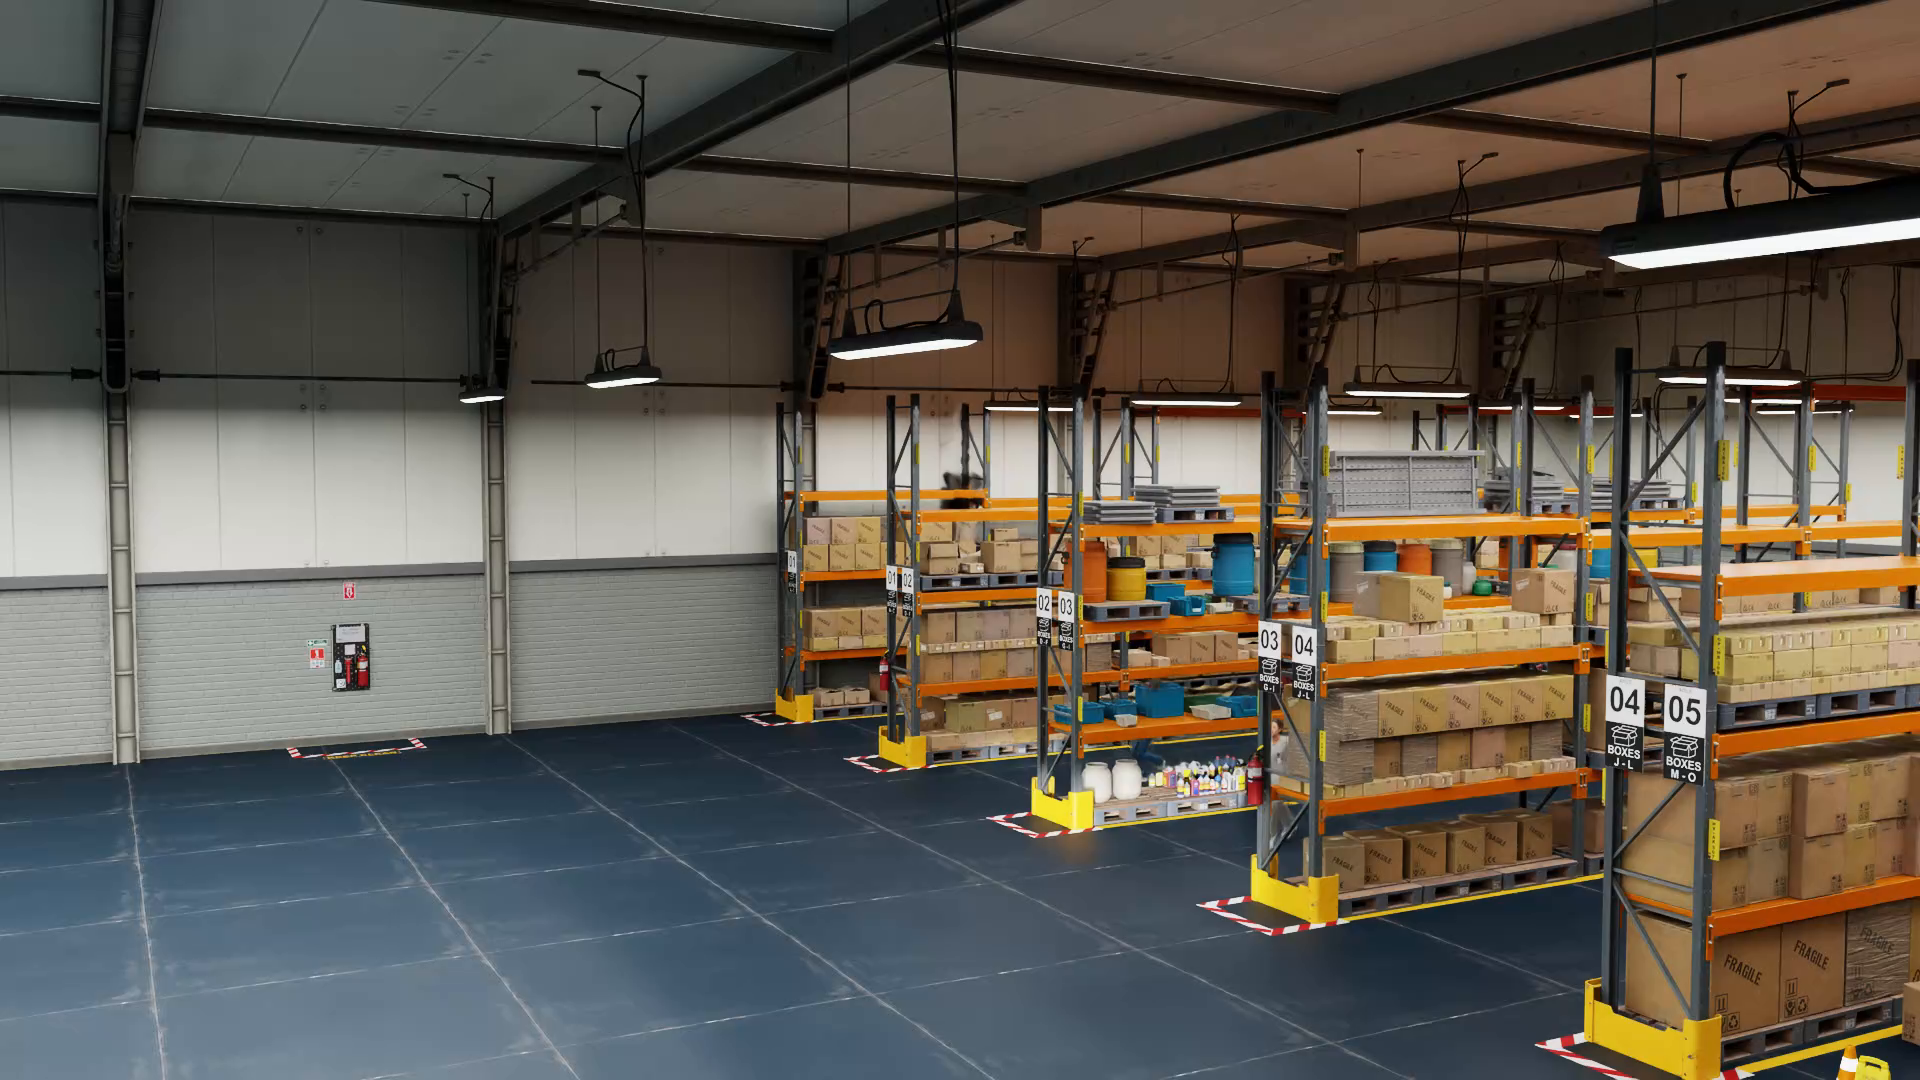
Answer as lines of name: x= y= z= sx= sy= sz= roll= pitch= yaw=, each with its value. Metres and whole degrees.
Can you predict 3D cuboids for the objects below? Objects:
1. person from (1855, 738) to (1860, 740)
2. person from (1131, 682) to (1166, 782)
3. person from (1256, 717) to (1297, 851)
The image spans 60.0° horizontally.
person: x=10.959 y=3.136 z=20.325 sx=0.628 sy=1.733 sz=0.703 roll=-2 pitch=4 yaw=-30
person: x=2.873 y=2.955 z=25.525 sx=0.567 sy=1.526 sz=0.535 roll=-2 pitch=4 yaw=-25
person: x=4.132 y=3.120 z=21.480 sx=0.586 sy=1.699 sz=0.835 roll=2 pitch=4 yaw=37
